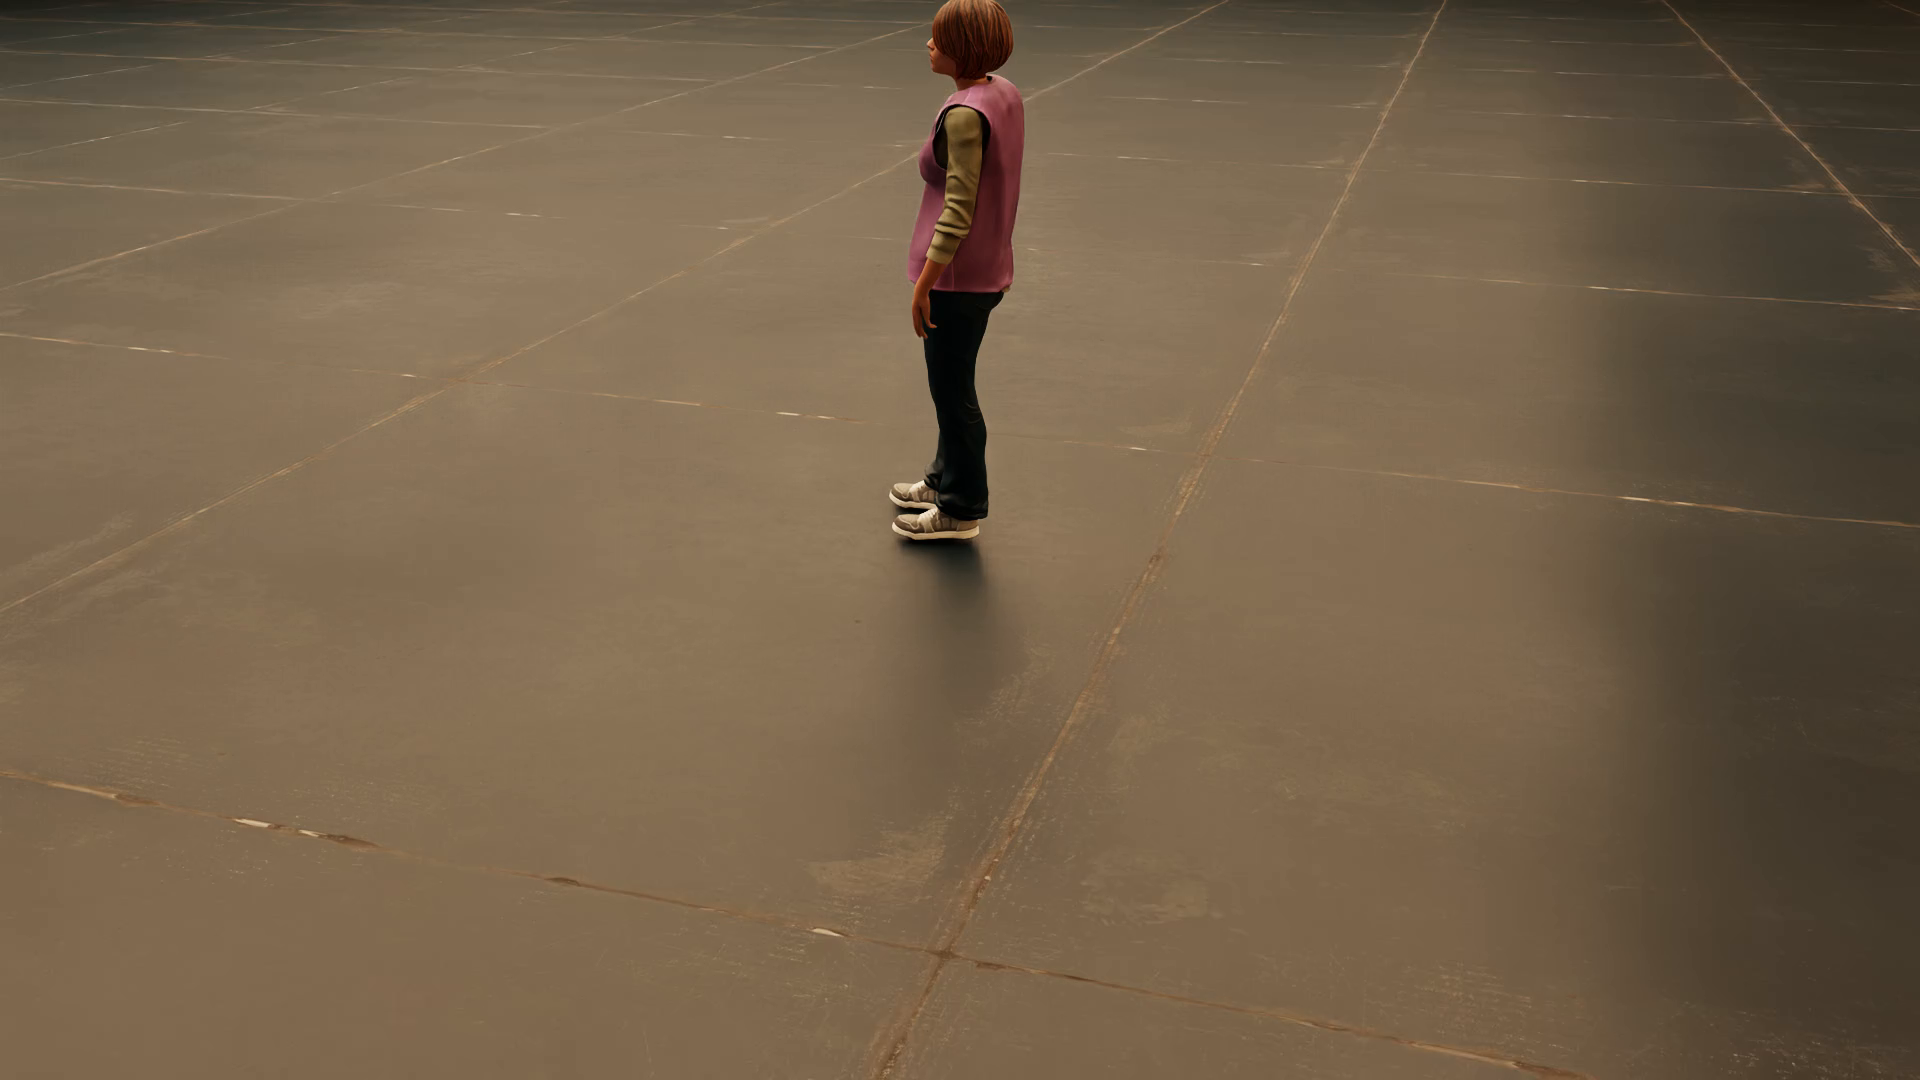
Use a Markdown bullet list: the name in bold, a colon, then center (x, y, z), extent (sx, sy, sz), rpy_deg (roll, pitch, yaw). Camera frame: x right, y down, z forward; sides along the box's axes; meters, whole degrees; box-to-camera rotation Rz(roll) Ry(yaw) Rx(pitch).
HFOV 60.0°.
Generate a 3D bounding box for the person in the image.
- **person**: center (-0.066, -0.759, 4.846), extent (0.476, 1.597, 0.520), rpy_deg (7, 23, 16)
